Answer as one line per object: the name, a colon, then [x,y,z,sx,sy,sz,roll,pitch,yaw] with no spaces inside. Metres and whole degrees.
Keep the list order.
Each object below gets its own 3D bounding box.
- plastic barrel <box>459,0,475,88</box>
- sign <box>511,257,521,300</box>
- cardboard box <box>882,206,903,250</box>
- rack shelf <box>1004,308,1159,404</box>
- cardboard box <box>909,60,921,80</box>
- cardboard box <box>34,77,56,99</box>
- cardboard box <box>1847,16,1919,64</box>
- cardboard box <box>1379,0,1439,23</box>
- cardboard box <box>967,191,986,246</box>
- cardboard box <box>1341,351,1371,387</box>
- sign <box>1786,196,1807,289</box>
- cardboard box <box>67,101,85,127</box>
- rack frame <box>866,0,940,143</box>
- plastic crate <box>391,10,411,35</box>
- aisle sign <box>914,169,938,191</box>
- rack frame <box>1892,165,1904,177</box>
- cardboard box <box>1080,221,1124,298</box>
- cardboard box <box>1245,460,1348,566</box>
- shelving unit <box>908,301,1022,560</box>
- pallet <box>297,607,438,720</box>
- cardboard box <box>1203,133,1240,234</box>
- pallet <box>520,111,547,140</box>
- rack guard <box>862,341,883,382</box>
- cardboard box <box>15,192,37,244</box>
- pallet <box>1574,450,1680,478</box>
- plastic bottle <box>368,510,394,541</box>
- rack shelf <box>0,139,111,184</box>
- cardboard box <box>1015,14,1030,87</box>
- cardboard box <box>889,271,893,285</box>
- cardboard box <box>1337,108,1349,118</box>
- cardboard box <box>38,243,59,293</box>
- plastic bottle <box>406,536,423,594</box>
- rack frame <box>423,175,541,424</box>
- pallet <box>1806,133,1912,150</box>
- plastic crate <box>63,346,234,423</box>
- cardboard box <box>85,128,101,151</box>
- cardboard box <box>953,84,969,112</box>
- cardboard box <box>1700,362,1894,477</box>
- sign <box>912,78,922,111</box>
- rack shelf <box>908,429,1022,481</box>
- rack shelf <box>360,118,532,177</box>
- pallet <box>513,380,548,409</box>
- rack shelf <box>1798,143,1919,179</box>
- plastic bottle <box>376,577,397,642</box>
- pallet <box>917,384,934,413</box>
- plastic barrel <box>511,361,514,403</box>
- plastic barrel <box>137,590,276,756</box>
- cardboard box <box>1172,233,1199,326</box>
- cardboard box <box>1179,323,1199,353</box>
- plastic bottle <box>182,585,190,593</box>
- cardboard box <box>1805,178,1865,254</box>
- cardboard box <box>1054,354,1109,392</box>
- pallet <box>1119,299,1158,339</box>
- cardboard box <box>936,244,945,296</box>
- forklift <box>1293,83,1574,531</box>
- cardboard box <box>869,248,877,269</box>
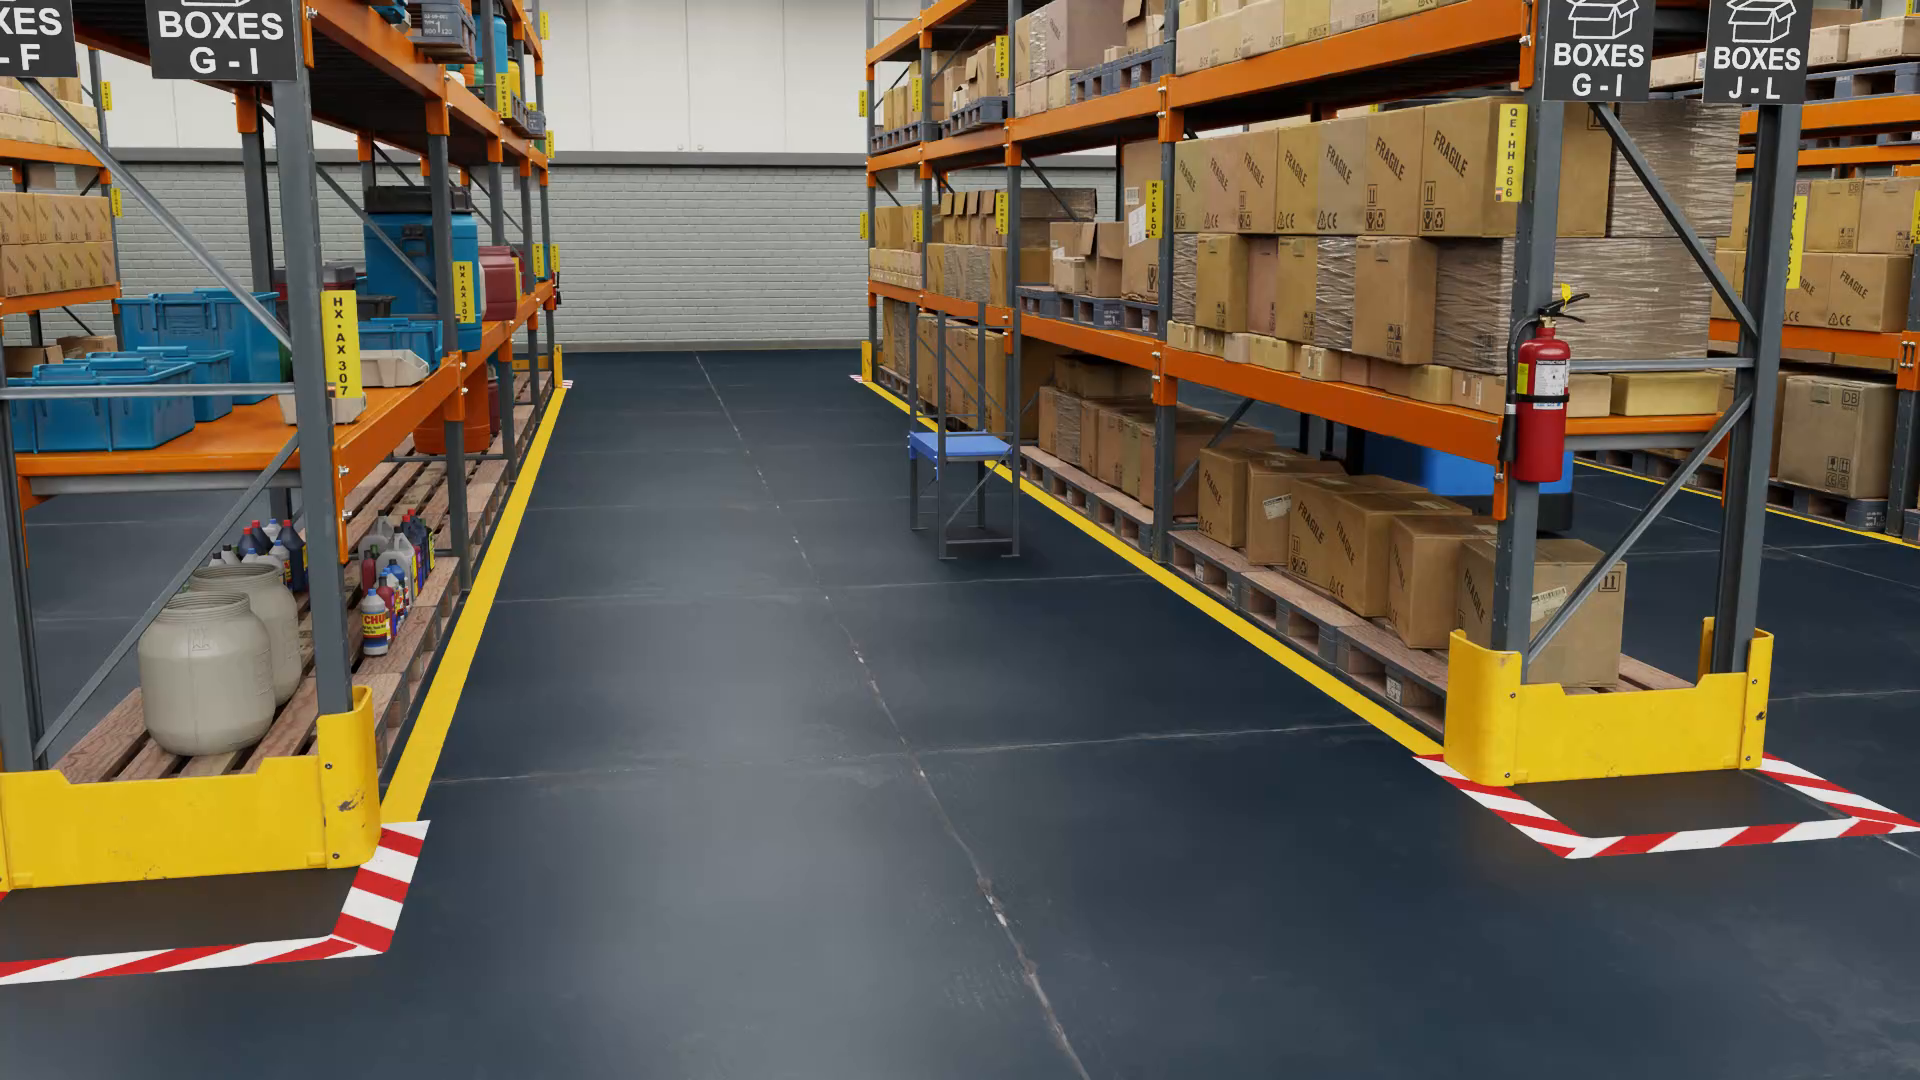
plastic barrel: [-4.084,-3.901,12.877,0.600,0.830,0.708,-2,11,-11]
sign: [-3.438,-2.008,12.786,0.100,0.325,0.005,-2,11,-11]
cardboard box: [-0.641,-3.710,19.766,0.500,0.500,0.500,-2,11,-13]
rack shelf: [1.271,-1.366,11.775,1.077,0.370,4.000,-2,11,-11]
cardboard box: [-0.291,-5.329,18.987,0.500,0.250,0.500,-2,11,-13]
cardboard box: [-10.059,-4.932,17.621,0.700,0.500,0.500,-2,11,-11]
cardboard box: [6.251,-3.294,10.966,0.500,0.250,0.500,-2,11,-10]
cardboard box: [1.995,-2.190,6.557,0.500,0.250,0.500,-2,11,-11]
cardboard box: [0.495,-3.005,15.513,0.797,0.503,0.637,-2,11,-9]
cardboard box: [1.921,-0.769,7.387,0.380,0.149,0.250,-2,11,-11]
sign: [2.971,-1.064,5.949,0.100,0.325,0.005,-2,11,-11]
cardboard box: [-9.944,-4.663,18.214,0.500,0.250,0.500,-2,11,-11]
rack frame: [-0.674,-6.501,20.783,1.000,3.000,0.127,-2,11,-11]
plastic crate: [-2.489,-2.237,7.109,0.243,0.136,0.396,-2,11,-11]
aisle sign: [-0.393,-4.855,21.228,0.394,0.787,0.004,-2,11,-11]
rack frame: [13.915,-4.095,24.190,1.000,3.000,0.127,-2,11,-11]
cardboard box: [1.233,-1.924,11.385,0.797,0.503,0.637,-1,11,-5]
cardboard box: [1.818,-0.151,9.032,0.500,0.500,0.500,1,11,7]
shelving unit: [0.017,-0.721,10.474,0.538,1.500,1.048,-2,11,-11]
pallet: [-2.868,0.546,7.262,1.003,0.211,1.213,-2,11,-11]
cardboard box: [1.597,-1.856,8.687,0.500,0.500,0.500,-2,11,-11]
pallet: [-4.506,-3.880,15.544,1.213,0.211,1.003,-2,11,-11]
rack guard: [-0.678,-2.330,21.601,1.175,0.500,0.348,-2,11,-11]
cardboard box: [-9.530,-3.192,16.503,0.500,0.500,0.500,-2,11,-13]
pallet: [5.847,-0.731,13.972,1.003,0.211,1.213,-2,11,-11]
plastic bottle: [-2.931,0.025,8.448,0.144,0.351,0.185,-2,11,-11]
rack shelf: [-10.002,-3.947,17.315,1.077,0.370,4.000,-2,11,-11]
cardboard box: [0.721,-3.759,12.797,0.500,0.500,0.500,-2,11,-10]
cardboard box: [-0.628,-3.071,19.481,0.380,0.149,0.250,-2,11,-12]
cardboard box: [4.560,-4.798,18.927,0.500,0.250,0.500,-3,11,-13]
cardboard box: [-9.643,-2.799,17.110,0.500,0.500,0.500,-2,11,-11]
plastic bottle: [-2.680,0.117,8.148,0.061,0.283,0.133,-1,11,-7]
rack frame: [-4.754,-2.640,16.544,1.000,3.000,0.127,-2,11,-11]
pallet: [10.052,-4.393,18.247,0.805,0.209,1.217,-3,11,-13]
plastic crate: [-2.932,-0.566,6.046,0.499,0.251,0.408,-2,11,-11]
cardboard box: [-10.033,-4.509,18.744,0.500,0.250,0.500,-2,11,-11]
cardboard box: [0.229,-4.252,16.104,0.500,0.311,0.500,-3,11,-13]
cardboard box: [6.152,-0.903,12.314,1.050,0.750,0.750,-2,11,-11]
sign: [-0.440,-4.566,17.046,0.100,0.325,0.005,-2,11,-11]
rack shelf: [0.017,-0.544,10.508,0.538,0.185,1.000,-2,11,-11]
rack shelf: [-4.365,-3.393,14.403,1.077,0.370,4.000,-2,11,-11]
pallet: [-5.176,-1.628,18.683,1.003,0.211,1.213,-2,11,-11]
rack shelf: [10.214,-3.934,17.243,1.077,0.370,4.000,-2,11,-11]
plastic bottle: [-2.493,0.293,7.221,0.061,0.283,0.133,-2,11,-10]
pallet: [0.033,-1.592,18.498,1.003,0.211,1.213,-2,11,-11]
plastic barrel: [-4.665,-1.715,16.173,0.600,0.901,0.708,-2,11,-11]
plastic barrel: [-2.623,0.459,5.793,0.421,0.512,0.421,0,11,0]
cardboard box: [1.687,-1.463,9.298,0.875,0.500,0.500,-2,11,-11]
cardboard box: [1.443,-1.133,9.296,0.380,0.149,0.250,-2,11,-11]
plastic bottle: [-3.248,0.338,6.988,0.061,0.283,0.133,-2,11,-10]
cardboard box: [6.341,-2.240,11.501,0.700,0.500,0.500,-2,11,-12]
cardboard box: [1.042,-1.321,13.118,0.500,0.250,0.500,-2,11,-9]
pallet: [1.654,-1.404,10.563,1.003,0.211,1.213,-2,11,-11]
cardboard box: [0.047,-2.683,16.505,0.500,0.500,0.500,-2,11,-11]
forklift: [3.230,-1.699,11.785,1.130,2.935,3.031,-1,11,-8]
cardboard box: [-0.845,-3.528,20.816,0.500,0.250,0.500,-2,11,-13]
